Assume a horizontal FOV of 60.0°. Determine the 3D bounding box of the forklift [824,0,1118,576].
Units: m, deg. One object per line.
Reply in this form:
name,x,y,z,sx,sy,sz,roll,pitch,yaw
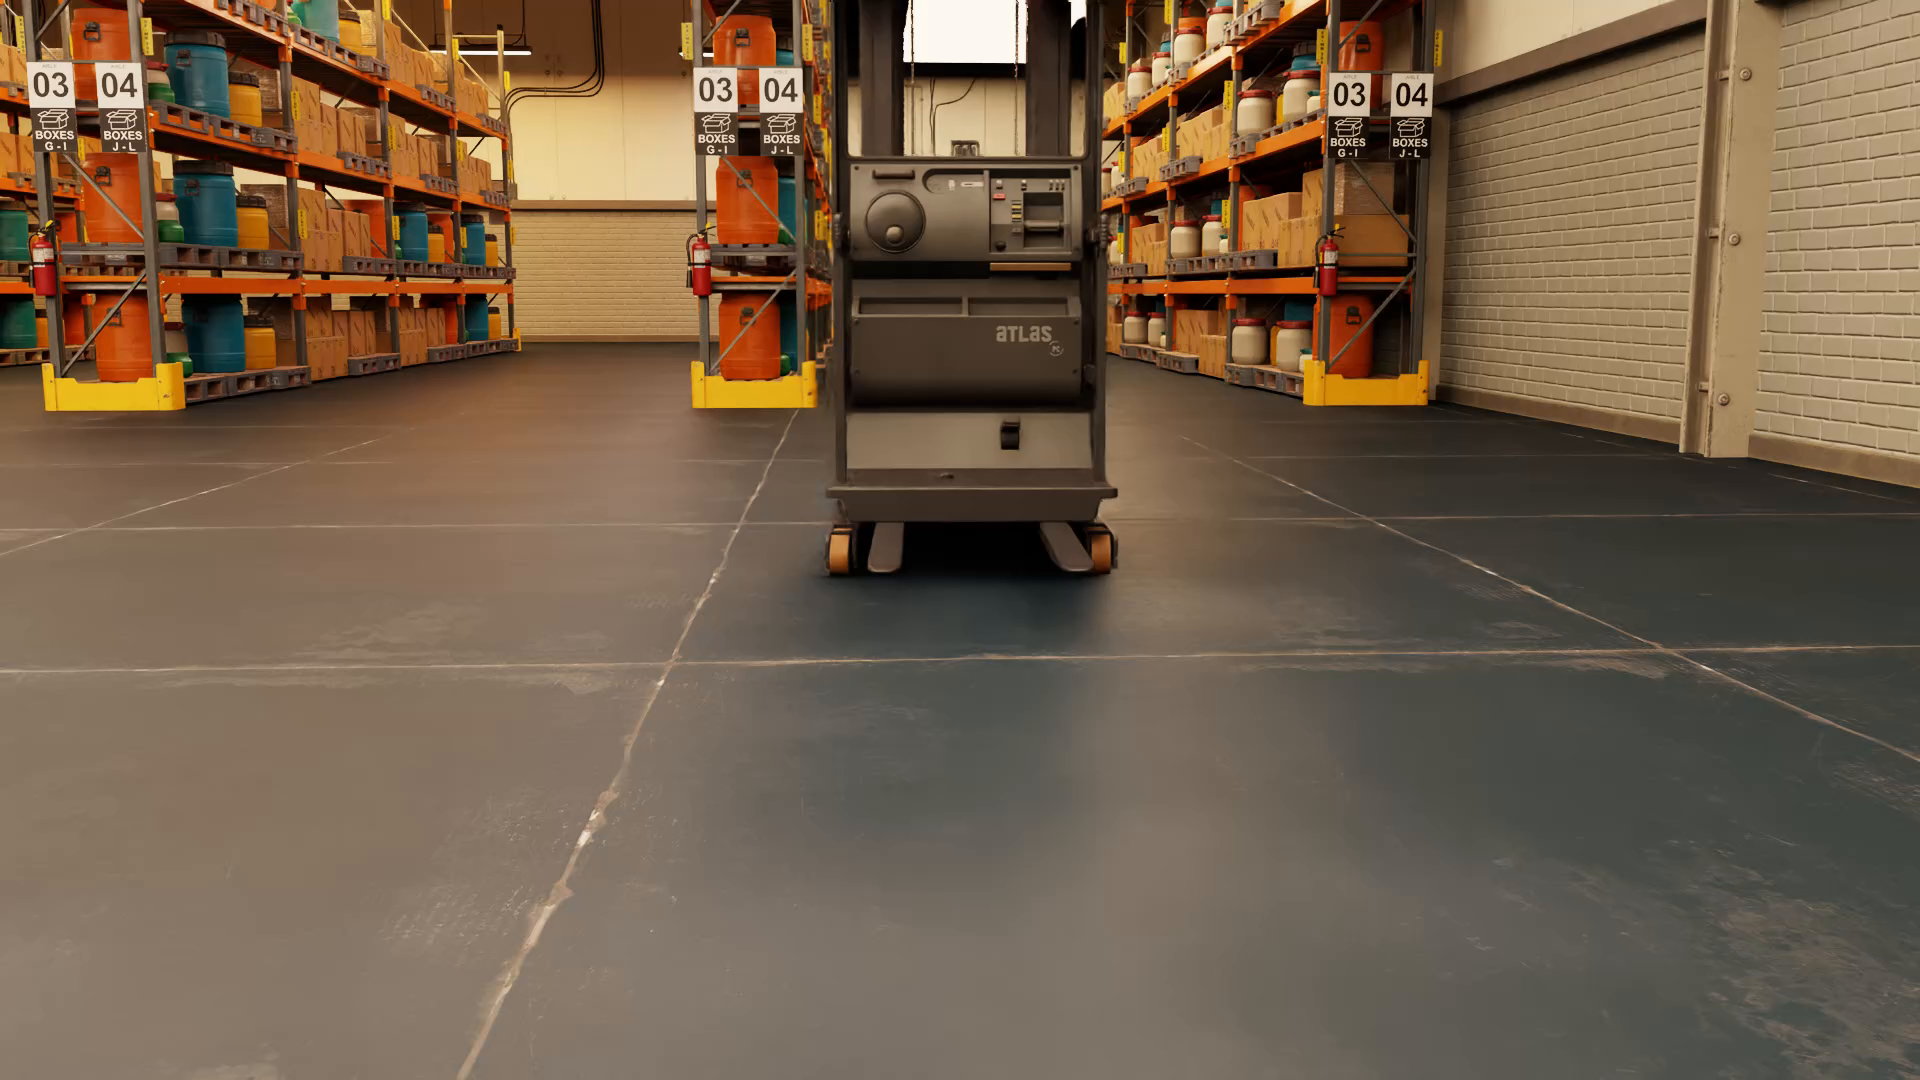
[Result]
forklift,0.033,-1.356,6.465,1.130,2.935,3.031,0,8,-1
